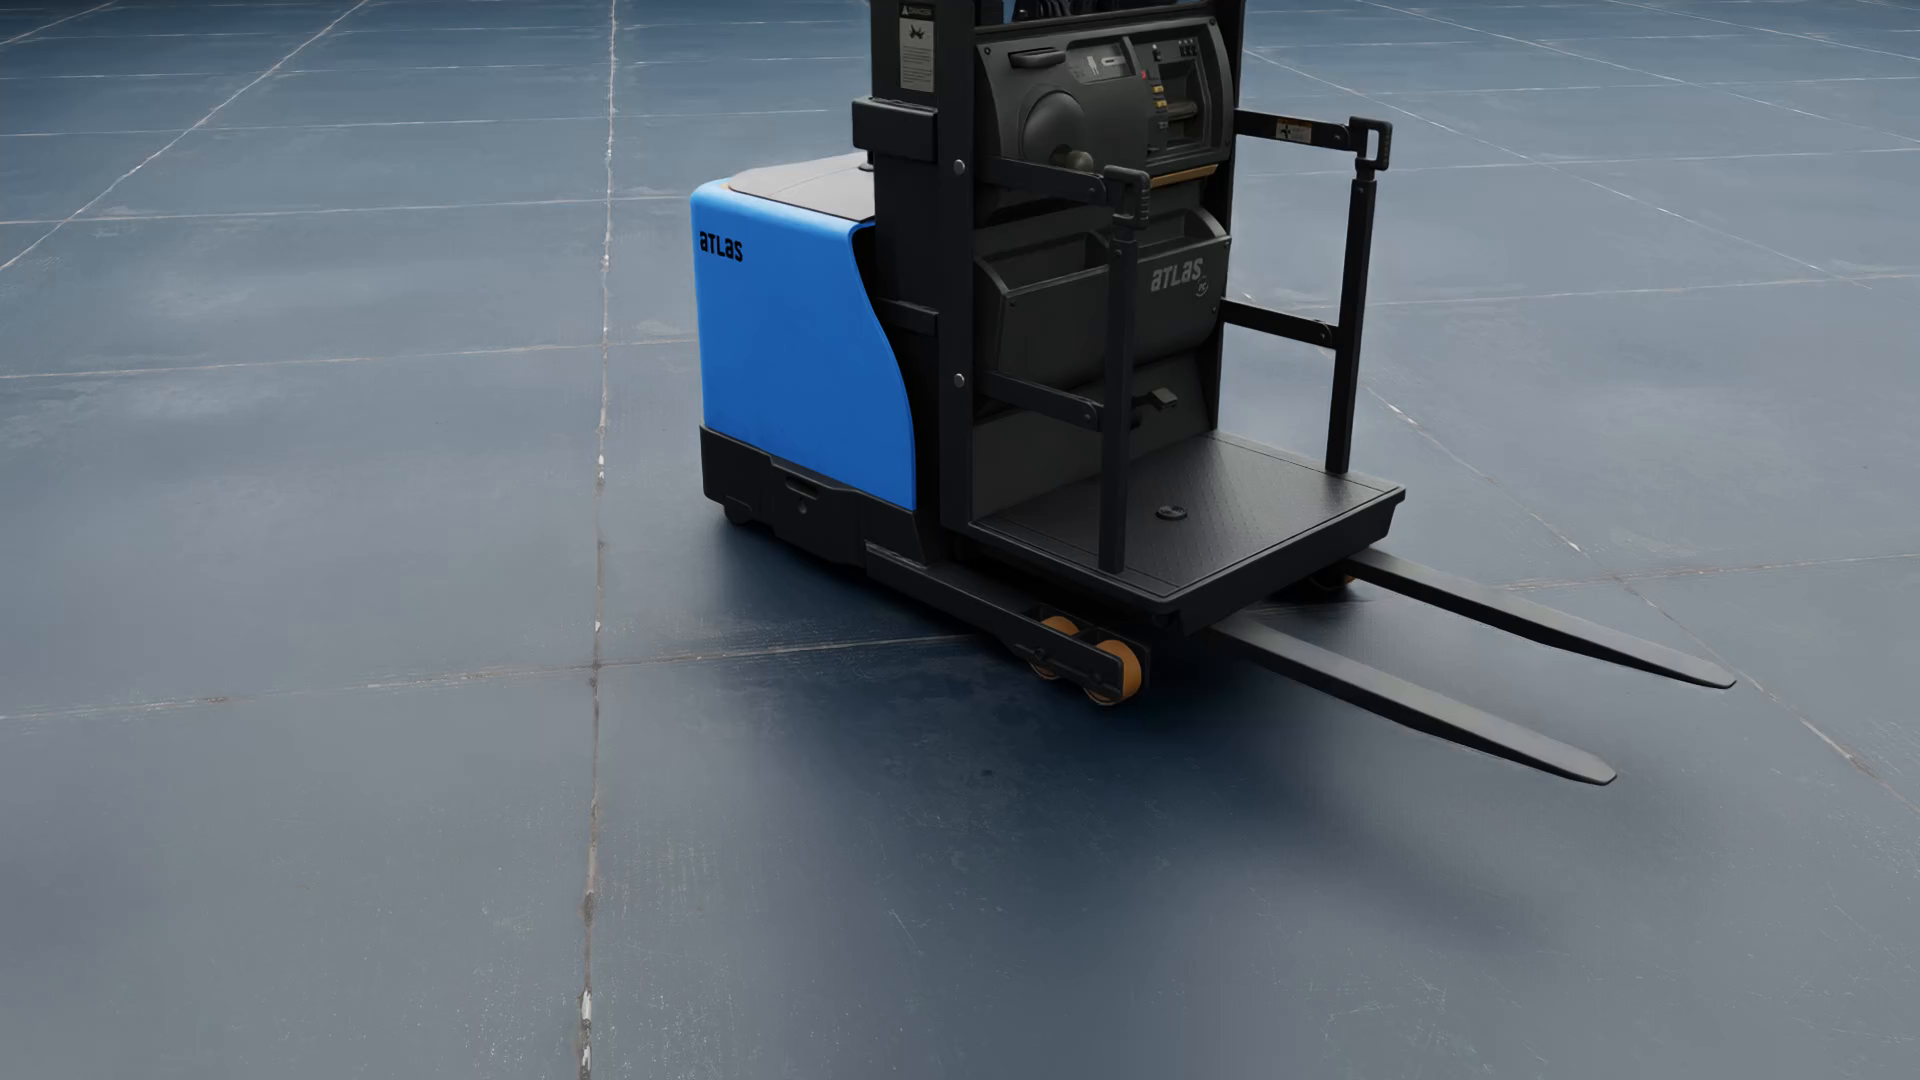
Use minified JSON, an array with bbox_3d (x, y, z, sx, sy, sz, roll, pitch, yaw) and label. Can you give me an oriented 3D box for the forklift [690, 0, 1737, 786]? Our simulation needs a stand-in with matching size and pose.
[{"bbox_3d":[0.548,-1.151,4.222,1.130,2.935,3.031,-21,31,-40],"label":"forklift"}]
